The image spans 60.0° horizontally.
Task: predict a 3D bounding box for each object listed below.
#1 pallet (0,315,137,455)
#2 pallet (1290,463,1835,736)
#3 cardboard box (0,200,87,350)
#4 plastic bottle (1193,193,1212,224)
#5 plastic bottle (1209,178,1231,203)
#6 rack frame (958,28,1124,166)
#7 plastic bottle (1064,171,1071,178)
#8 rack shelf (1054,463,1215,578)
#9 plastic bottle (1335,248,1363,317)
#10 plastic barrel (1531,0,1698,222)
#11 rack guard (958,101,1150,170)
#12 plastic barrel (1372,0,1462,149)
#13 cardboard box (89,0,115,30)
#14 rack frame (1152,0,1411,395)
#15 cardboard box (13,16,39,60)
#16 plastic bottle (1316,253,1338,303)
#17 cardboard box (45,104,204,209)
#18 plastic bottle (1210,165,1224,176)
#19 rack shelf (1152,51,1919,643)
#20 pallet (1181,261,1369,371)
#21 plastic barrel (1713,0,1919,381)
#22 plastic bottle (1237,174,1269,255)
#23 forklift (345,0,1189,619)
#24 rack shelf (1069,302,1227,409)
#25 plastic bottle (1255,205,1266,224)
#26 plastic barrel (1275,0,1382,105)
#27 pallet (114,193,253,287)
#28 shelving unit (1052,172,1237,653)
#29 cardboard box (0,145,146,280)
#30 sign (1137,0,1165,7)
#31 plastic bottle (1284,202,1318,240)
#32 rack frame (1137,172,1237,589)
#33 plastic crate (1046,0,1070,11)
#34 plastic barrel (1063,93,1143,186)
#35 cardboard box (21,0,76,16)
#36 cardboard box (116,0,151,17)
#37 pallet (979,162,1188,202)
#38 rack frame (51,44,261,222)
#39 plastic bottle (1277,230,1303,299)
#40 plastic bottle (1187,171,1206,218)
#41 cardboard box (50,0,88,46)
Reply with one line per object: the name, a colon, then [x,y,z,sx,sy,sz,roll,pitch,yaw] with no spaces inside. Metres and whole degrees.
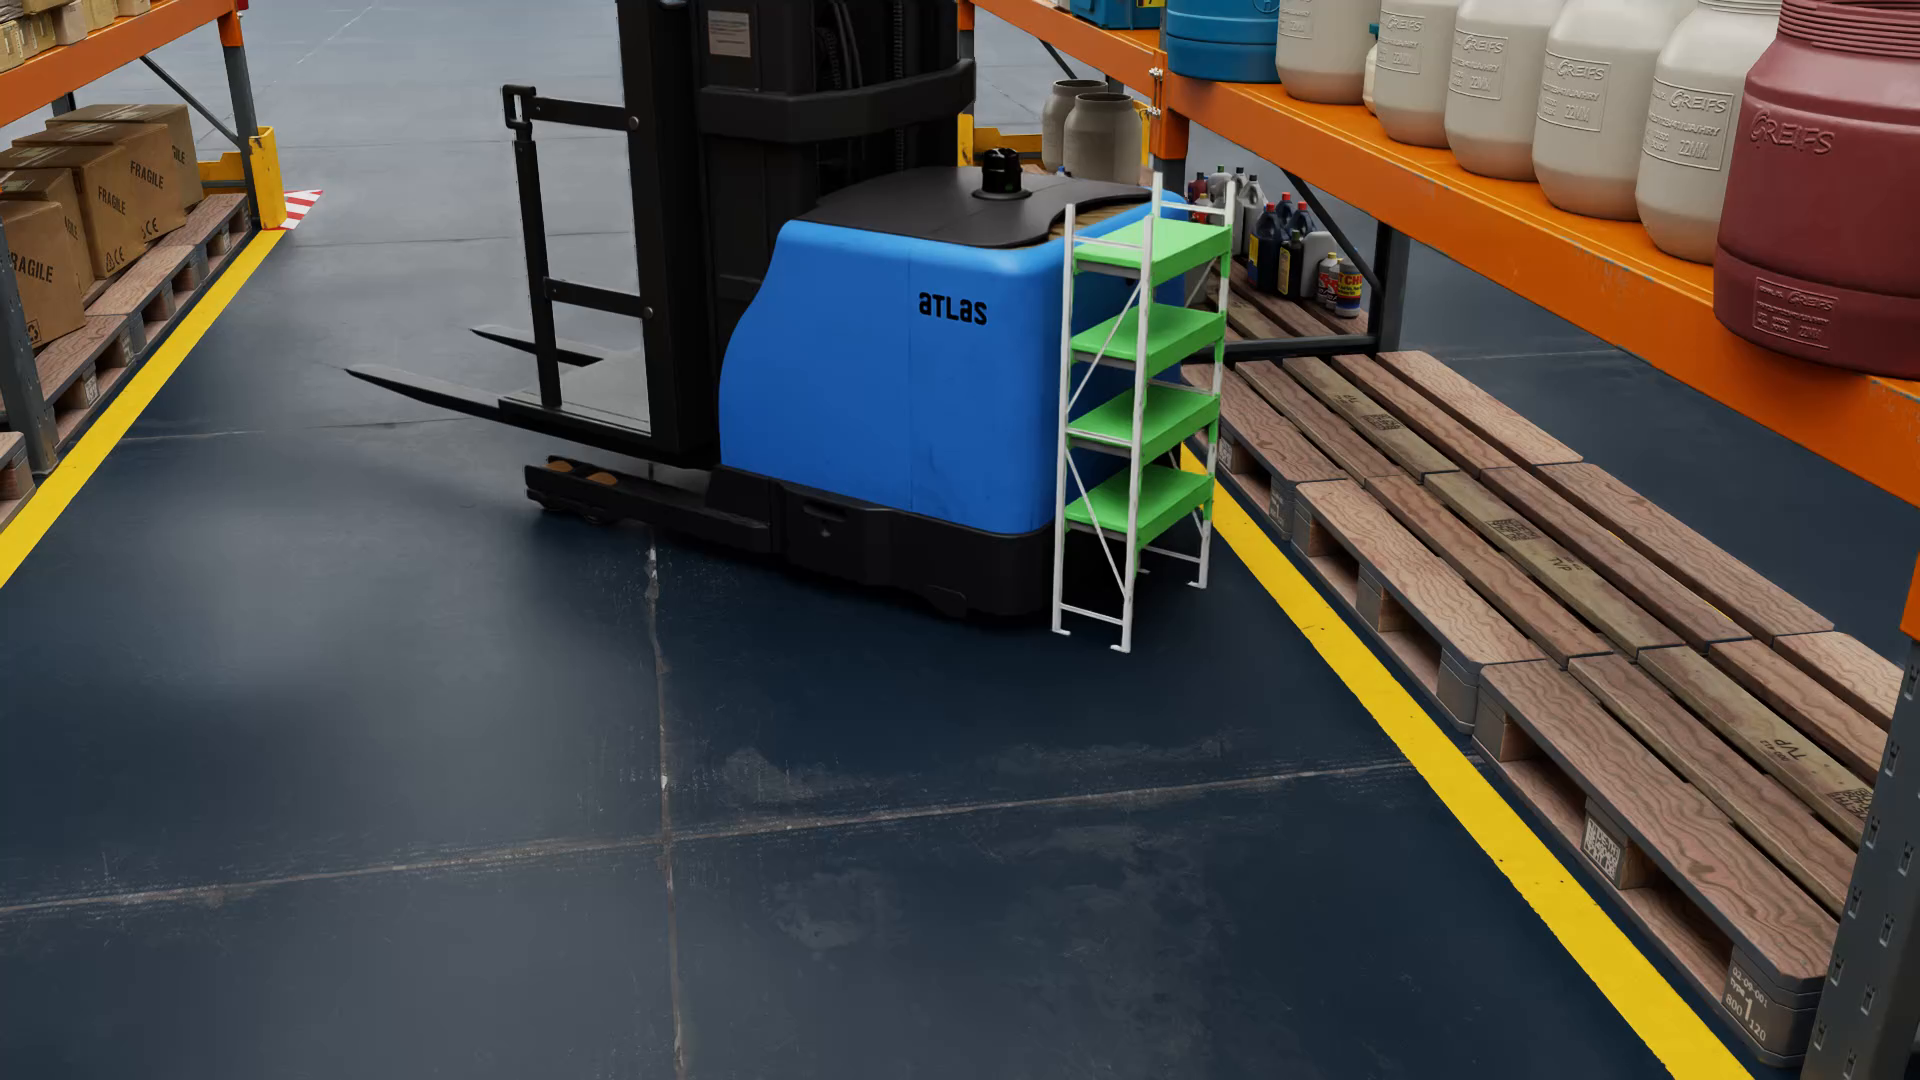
pallet: [-3.809,-0.562,6.272,1.003,0.211,1.213,-4,24,-10]
pallet: [1.630,0.120,4.711,1.003,0.211,1.213,-4,24,-10]
cardboard box: [-3.798,-1.010,6.413,0.500,0.500,0.500,3,24,7]
plastic bottle: [1.174,-1.575,8.055,0.097,0.201,0.097,0,24,0]
plastic bottle: [1.294,-1.626,8.077,0.152,0.276,0.135,-5,24,-11]
rack frame: [0.478,-3.518,9.557,1.000,3.000,0.127,-4,24,-10]
plastic bottle: [0.531,-1.648,8.120,0.061,0.283,0.133,-4,24,-9]
rack shelf: [0.496,-0.073,4.673,0.258,0.148,0.480,15,28,30]
plastic bottle: [1.589,-1.054,6.774,0.097,0.271,0.097,0,24,0]
plastic barrel: [1.479,-0.977,3.599,0.421,0.512,0.421,0,24,0]
rack guard: [0.538,-2.346,9.997,1.175,0.500,0.348,-4,24,-10]
plastic barrel: [1.315,-1.326,4.368,0.433,0.535,0.433,0,24,0]
cardboard box: [-3.685,-2.159,6.759,0.380,0.149,0.250,-4,24,-10]
rack frame: [1.217,-1.944,5.954,1.000,3.000,0.127,-4,24,-10]
cardboard box: [-3.501,-1.765,5.858,0.380,0.149,0.250,-4,24,-10]
plastic bottle: [1.552,-1.101,6.971,0.097,0.201,0.097,0,24,0]
cardboard box: [-4.291,-1.951,8.568,0.500,0.500,0.500,0,24,0]
plastic bottle: [1.288,-1.740,8.330,0.061,0.283,0.133,-4,24,-8]
rack shelf: [1.587,-0.828,4.297,1.077,0.370,4.000,-4,24,-10]
pallet: [1.134,-0.934,7.124,1.003,0.211,1.213,-4,24,-10]
plastic barrel: [1.574,-0.594,2.691,0.600,0.536,0.708,-4,24,-10]
plastic bottle: [1.363,-1.522,7.747,0.144,0.351,0.185,-4,24,-10]
forklift: [-0.820,-1.555,5.148,3.031,2.935,1.130,14,27,30]
rack shelf: [0.499,-0.512,4.479,0.258,0.148,0.480,15,28,30]
plastic bottle: [1.377,-1.373,7.506,0.097,0.271,0.097,0,24,0]
plastic barrel: [1.179,-1.614,5.028,0.433,0.535,0.433,0,24,0]
pallet: [-4.260,-1.521,8.469,1.003,0.211,1.213,-4,24,-10]
shelving unit: [0.498,-0.350,4.550,0.258,1.200,0.503,15,28,30]
cardboard box: [-4.049,-1.471,7.469,0.500,0.500,0.500,-2,24,-5]
sign: [0.675,-2.035,5.816,0.100,0.325,0.005,-4,24,-10]
plastic bottle: [1.476,-1.280,7.194,0.144,0.351,0.185,-4,24,-8]
rack frame: [0.630,-0.433,4.738,0.240,1.200,0.015,15,28,30]
plastic crate: [0.668,-2.444,7.427,0.530,0.136,0.437,-4,24,-10]
plastic barrel: [0.767,-2.120,8.939,0.421,0.512,0.421,0,24,0]
cardboard box: [-3.730,-2.141,5.907,0.875,0.500,0.500,-4,24,-10]
cardboard box: [-3.754,-2.357,7.213,0.380,0.149,0.250,-4,24,-10]
pallet: [0.683,-1.894,9.322,1.003,0.211,1.213,-4,24,-10]
rack frame: [-4.390,-3.151,8.717,1.000,3.000,0.127,-4,24,-10]
plastic bottle: [1.398,-1.176,7.039,0.061,0.283,0.133,-4,24,-10]
plastic bottle: [1.163,-1.675,8.182,0.061,0.283,0.133,-4,24,-10]
cardboard box: [-3.562,-1.964,6.313,0.380,0.149,0.250,-4,24,-10]
